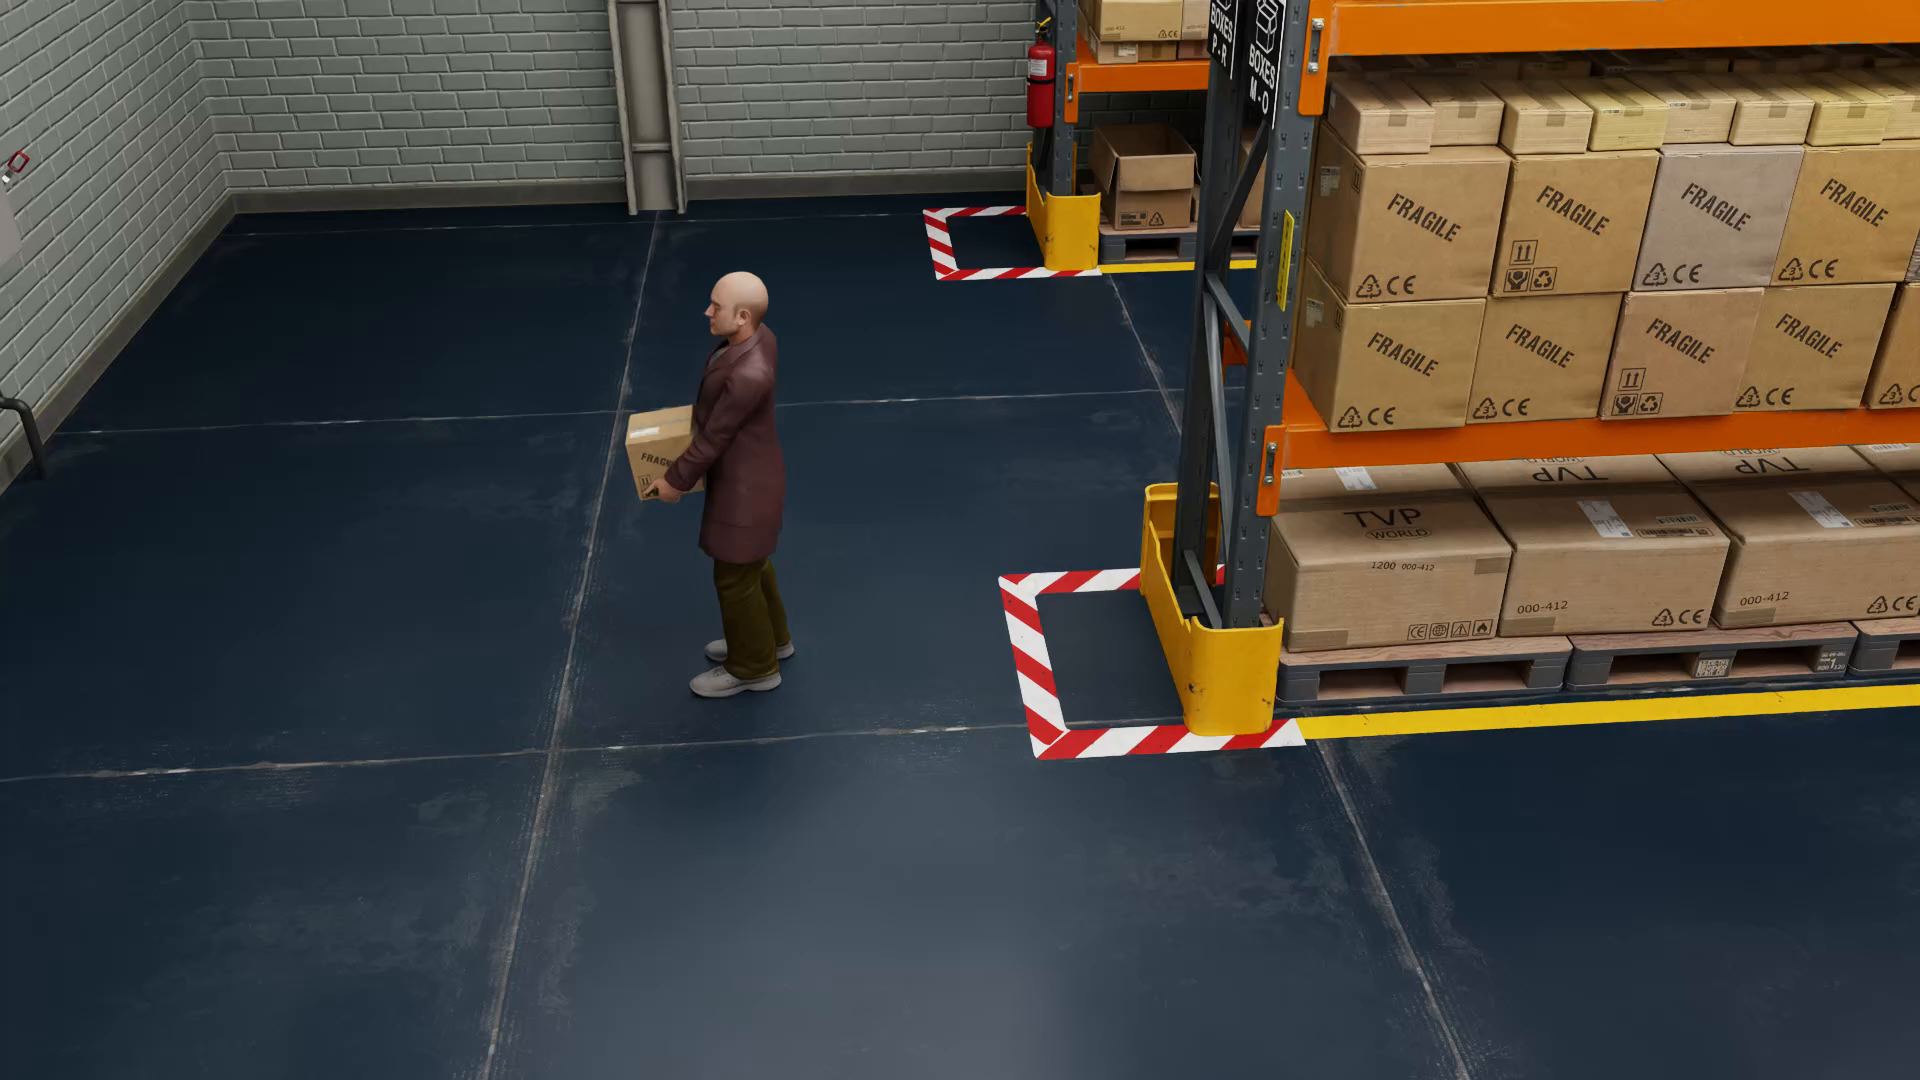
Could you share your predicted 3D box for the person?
[{"bbox_3d":[-0.948,-0.113,6.543,0.545,1.572,0.524,-3,31,-5],"label":"person"}]
